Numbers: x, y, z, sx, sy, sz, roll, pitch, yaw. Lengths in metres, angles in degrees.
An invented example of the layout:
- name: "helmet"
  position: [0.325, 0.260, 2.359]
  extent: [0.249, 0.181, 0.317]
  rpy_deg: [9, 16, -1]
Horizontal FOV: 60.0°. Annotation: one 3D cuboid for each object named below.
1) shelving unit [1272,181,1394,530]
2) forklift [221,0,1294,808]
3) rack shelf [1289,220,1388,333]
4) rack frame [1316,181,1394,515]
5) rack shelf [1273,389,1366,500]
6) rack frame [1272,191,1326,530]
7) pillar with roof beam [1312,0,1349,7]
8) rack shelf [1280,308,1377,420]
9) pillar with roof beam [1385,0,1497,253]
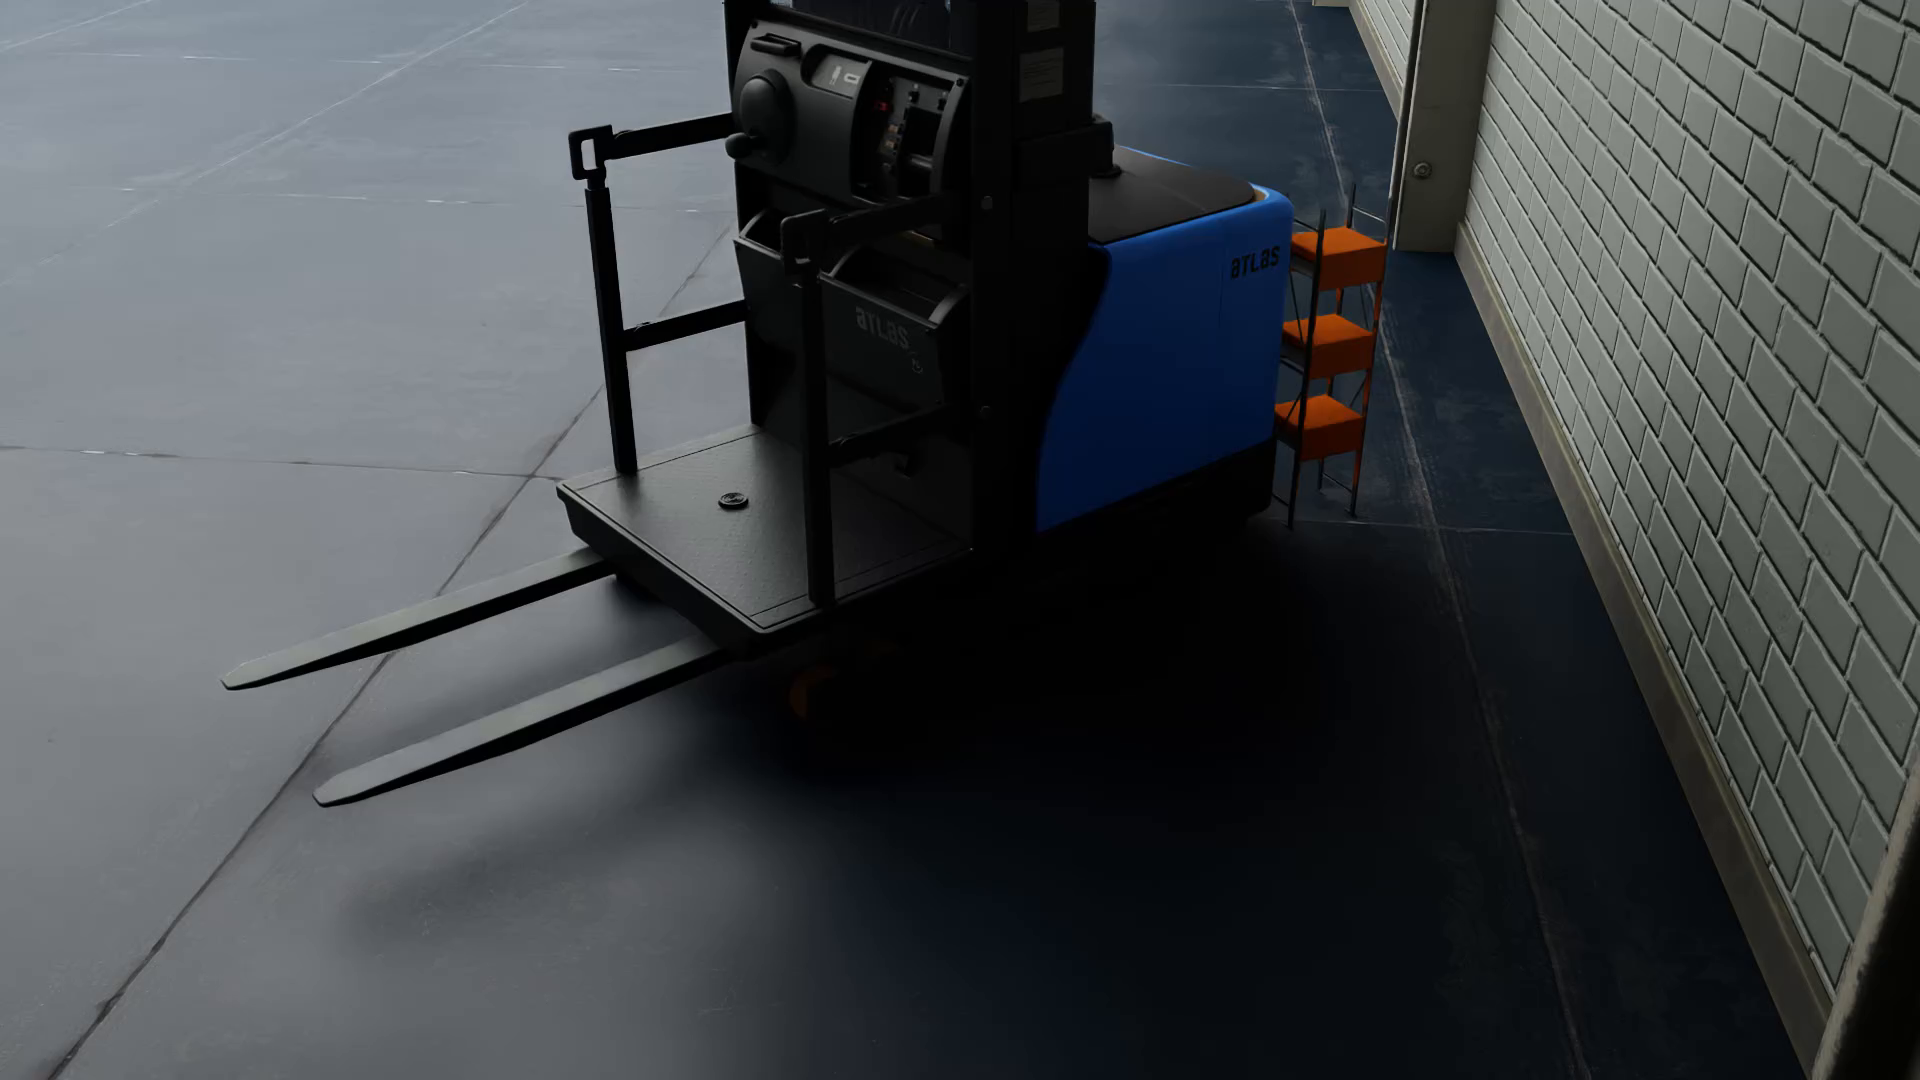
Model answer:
- name: "shelving unit"
  position: [1.126, -0.562, 5.186]
  extent: [0.252, 1.050, 0.215]
  rpy_deg: [-13, 31, -22]
- name: "forklift"
  position: [-0.461, -1.083, 4.171]
  extent: [3.031, 2.935, 1.130]
  rpy_deg: [-21, 35, -34]
- name: "rack shelf"
  position: [1.126, -0.802, 5.057]
  extent: [0.240, 0.259, 0.215]
  rpy_deg: [-13, 31, -22]
- name: "rack frame"
  position: [1.236, -0.587, 5.232]
  extent: [0.008, 1.050, 0.200]
  rpy_deg: [-13, 31, -22]
- name: "rack shelf"
  position: [1.126, -0.308, 5.323]
  extent: [0.240, 0.259, 0.215]
  rpy_deg: [-13, 31, -22]
- name: "rack frame"
  position: [1.015, -0.537, 5.140]
  extent: [0.008, 1.050, 0.200]
  rpy_deg: [-13, 31, -22]
- name: "pillar with roof beam"
  position: [-1.335, -8.472, 11.488]
  extent: [9.100, 9.000, 0.400]
  rpy_deg: [3, 28, 6]
- name: "rack shelf"
  position: [1.126, -0.553, 5.191]
  extent: [0.240, 0.259, 0.215]
  rpy_deg: [-13, 31, -22]
- name: "pillar with roof beam"
  position: [-2.071, -5.648, 6.246]
  extent: [9.100, 9.000, 0.400]
  rpy_deg: [3, 28, 6]
